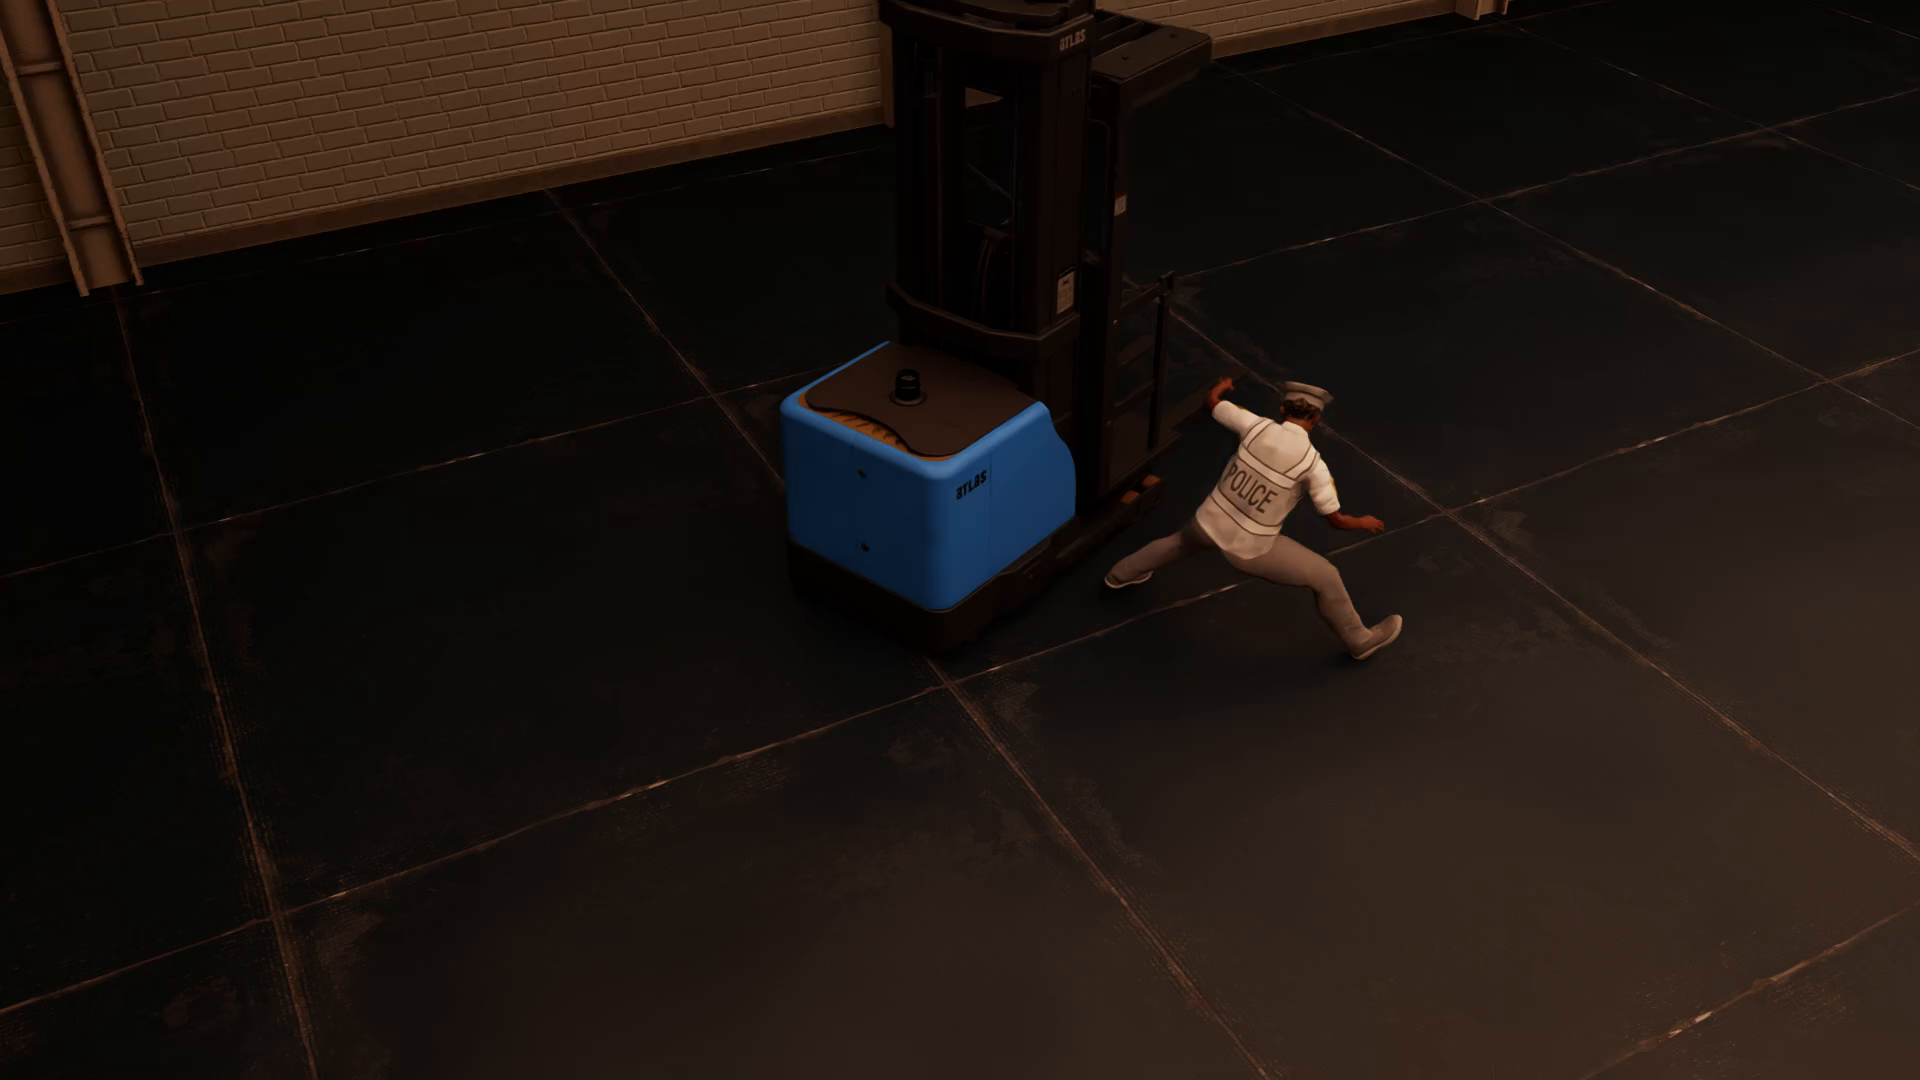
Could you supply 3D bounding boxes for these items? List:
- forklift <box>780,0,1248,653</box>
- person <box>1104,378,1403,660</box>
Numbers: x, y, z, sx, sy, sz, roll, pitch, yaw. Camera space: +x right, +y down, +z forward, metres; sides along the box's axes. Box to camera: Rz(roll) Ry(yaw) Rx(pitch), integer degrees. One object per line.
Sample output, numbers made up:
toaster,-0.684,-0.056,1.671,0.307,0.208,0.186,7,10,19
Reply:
forklift,0.464,-1.454,8.179,1.130,2.935,3.031,25,42,31
person,1.394,-0.150,7.722,0.795,1.339,1.287,-24,42,-29
